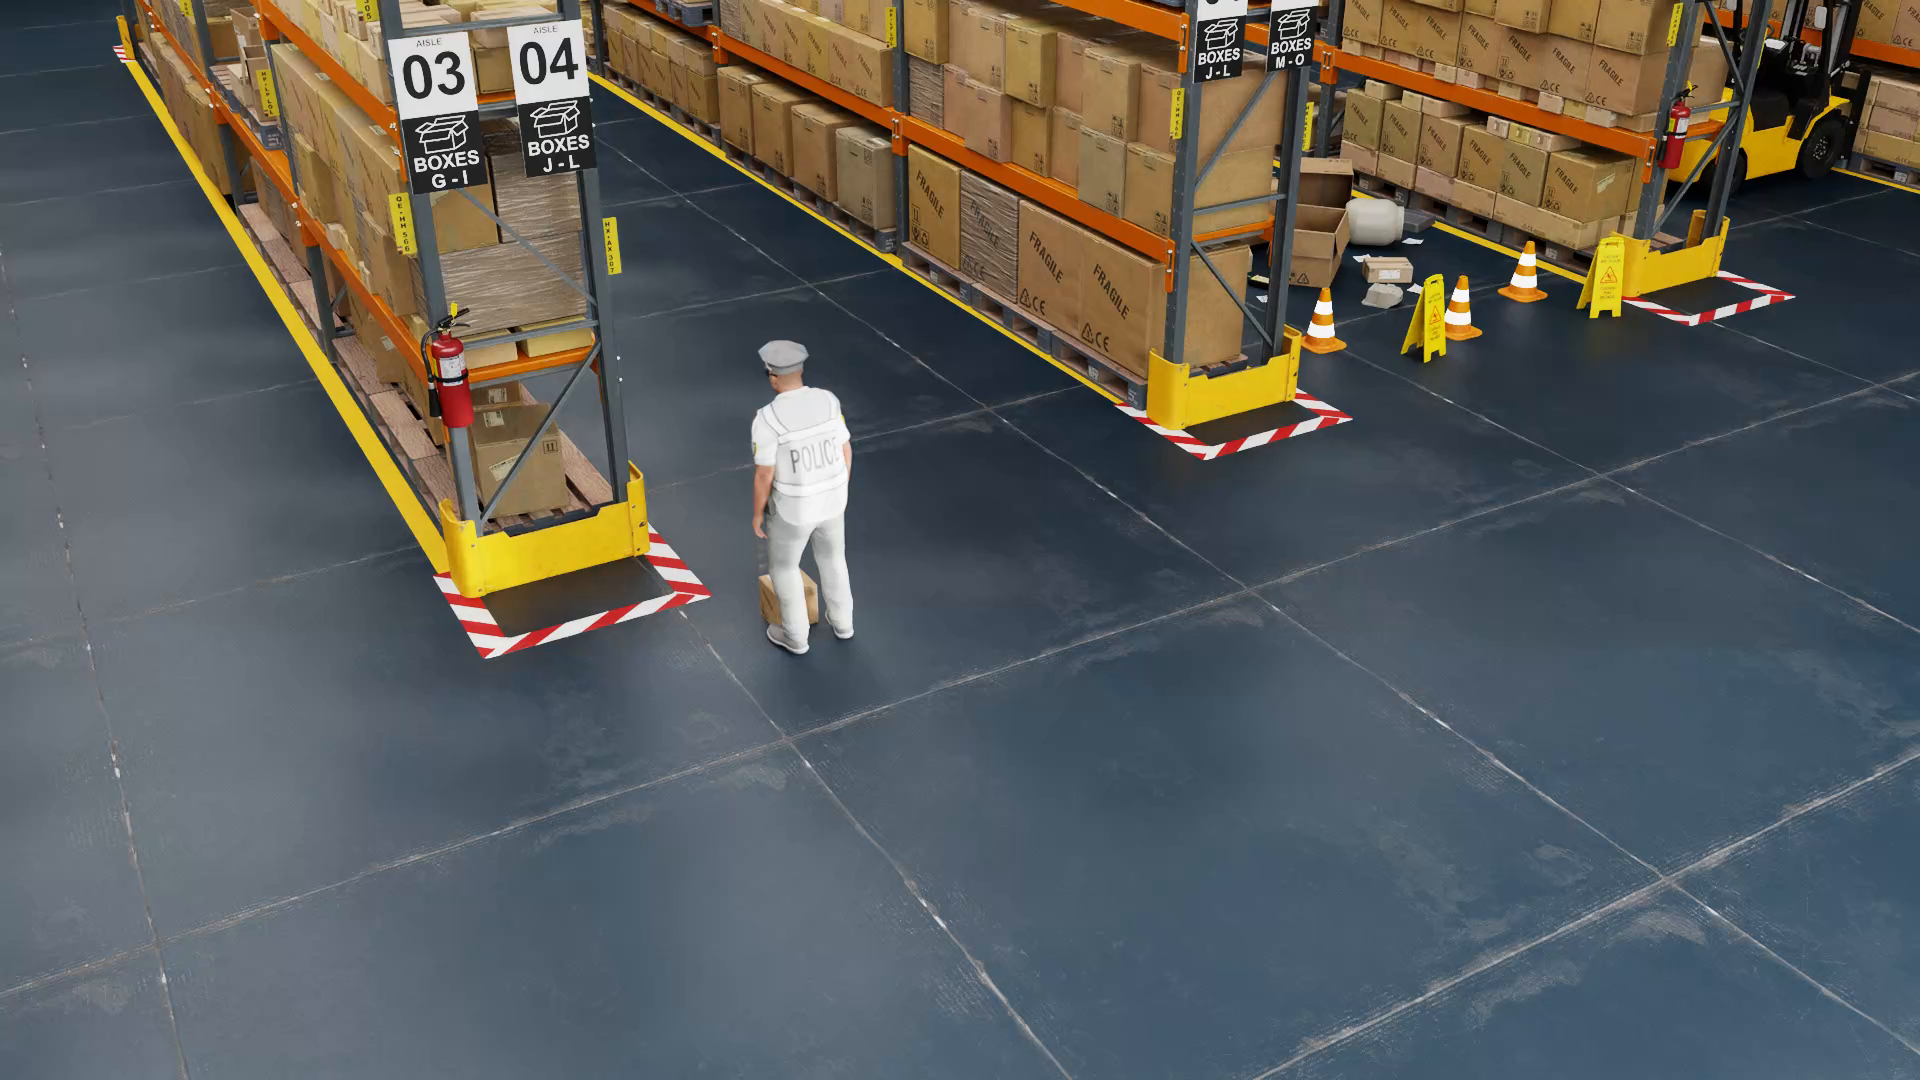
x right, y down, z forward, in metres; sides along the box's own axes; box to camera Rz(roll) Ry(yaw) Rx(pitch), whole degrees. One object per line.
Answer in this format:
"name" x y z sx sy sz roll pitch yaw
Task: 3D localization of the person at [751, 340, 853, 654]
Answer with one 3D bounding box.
"person" -0.835 -0.202 8.924 0.604 1.747 0.437 -18 34 -29
